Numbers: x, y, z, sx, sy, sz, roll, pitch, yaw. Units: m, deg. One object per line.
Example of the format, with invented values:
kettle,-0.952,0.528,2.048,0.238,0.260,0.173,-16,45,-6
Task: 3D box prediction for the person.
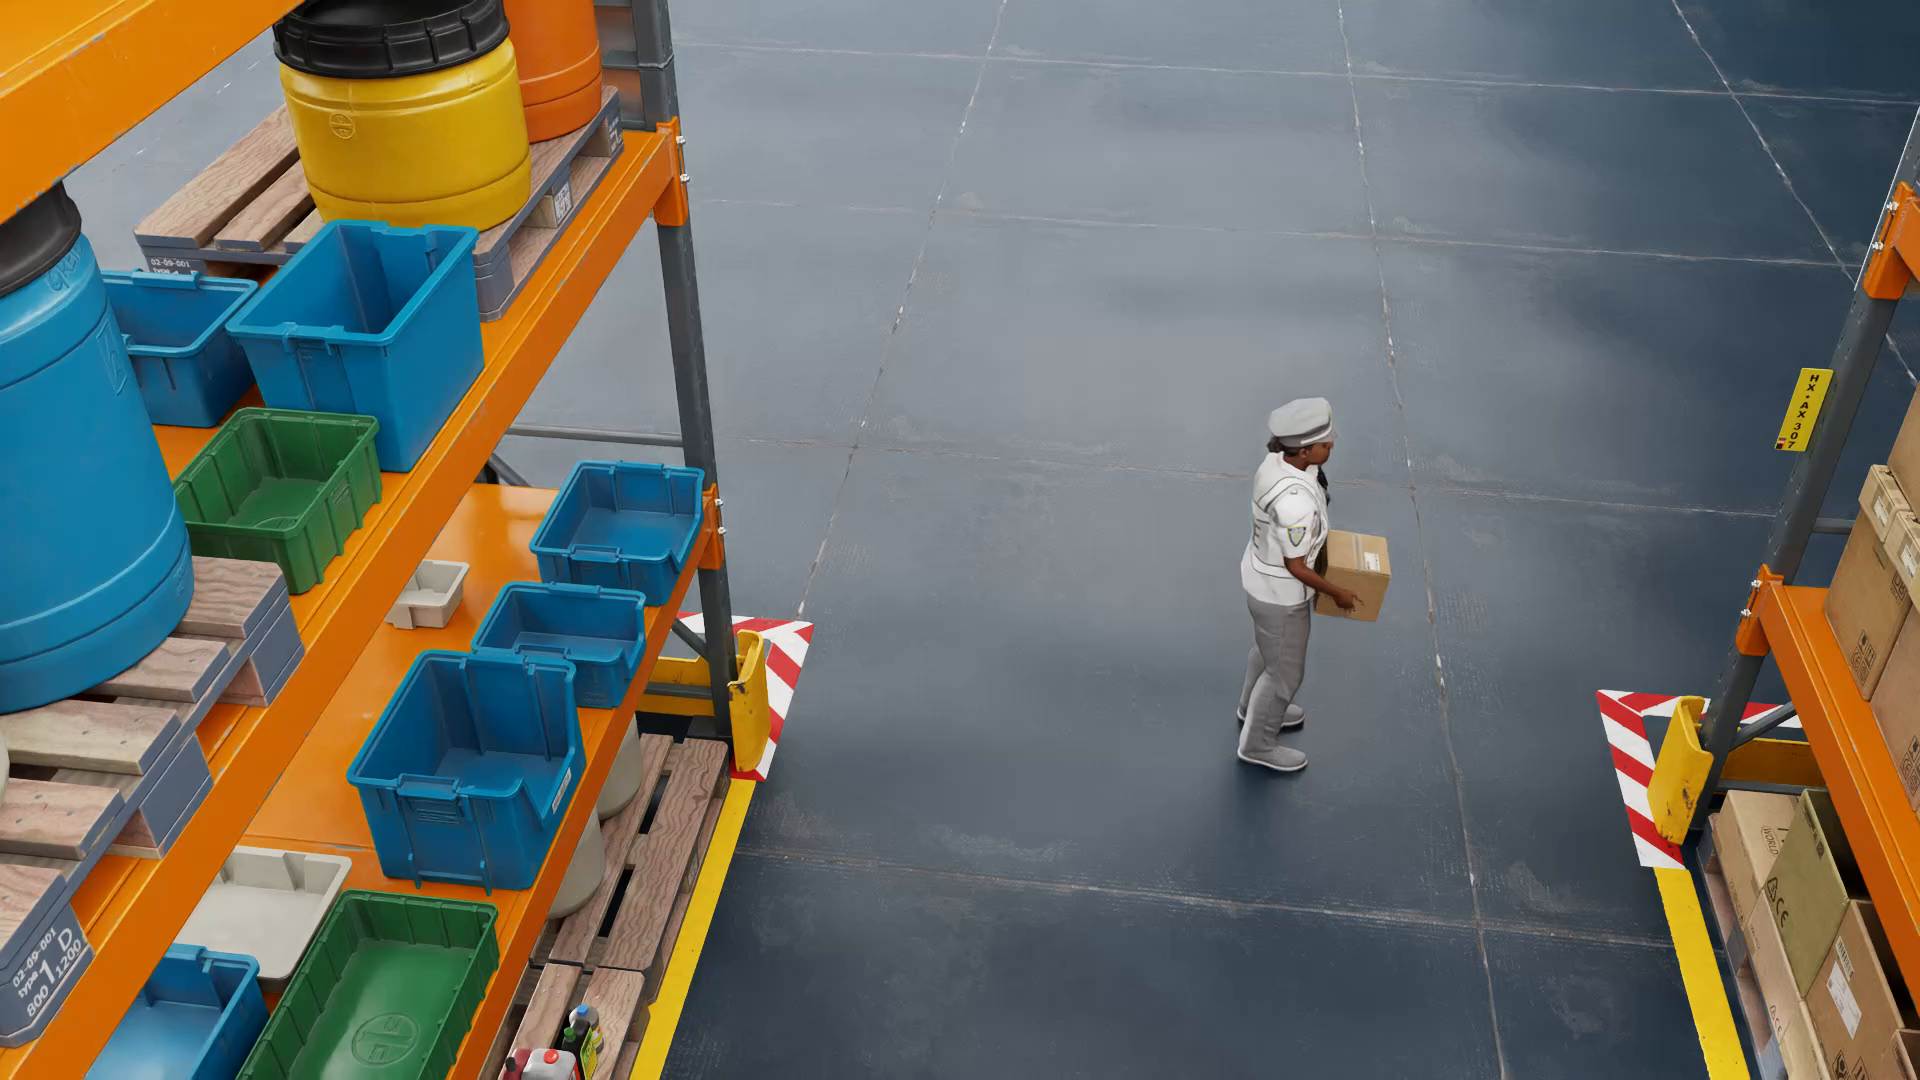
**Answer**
person,1.382,0.178,6.771,0.478,1.690,0.473,4,37,6
